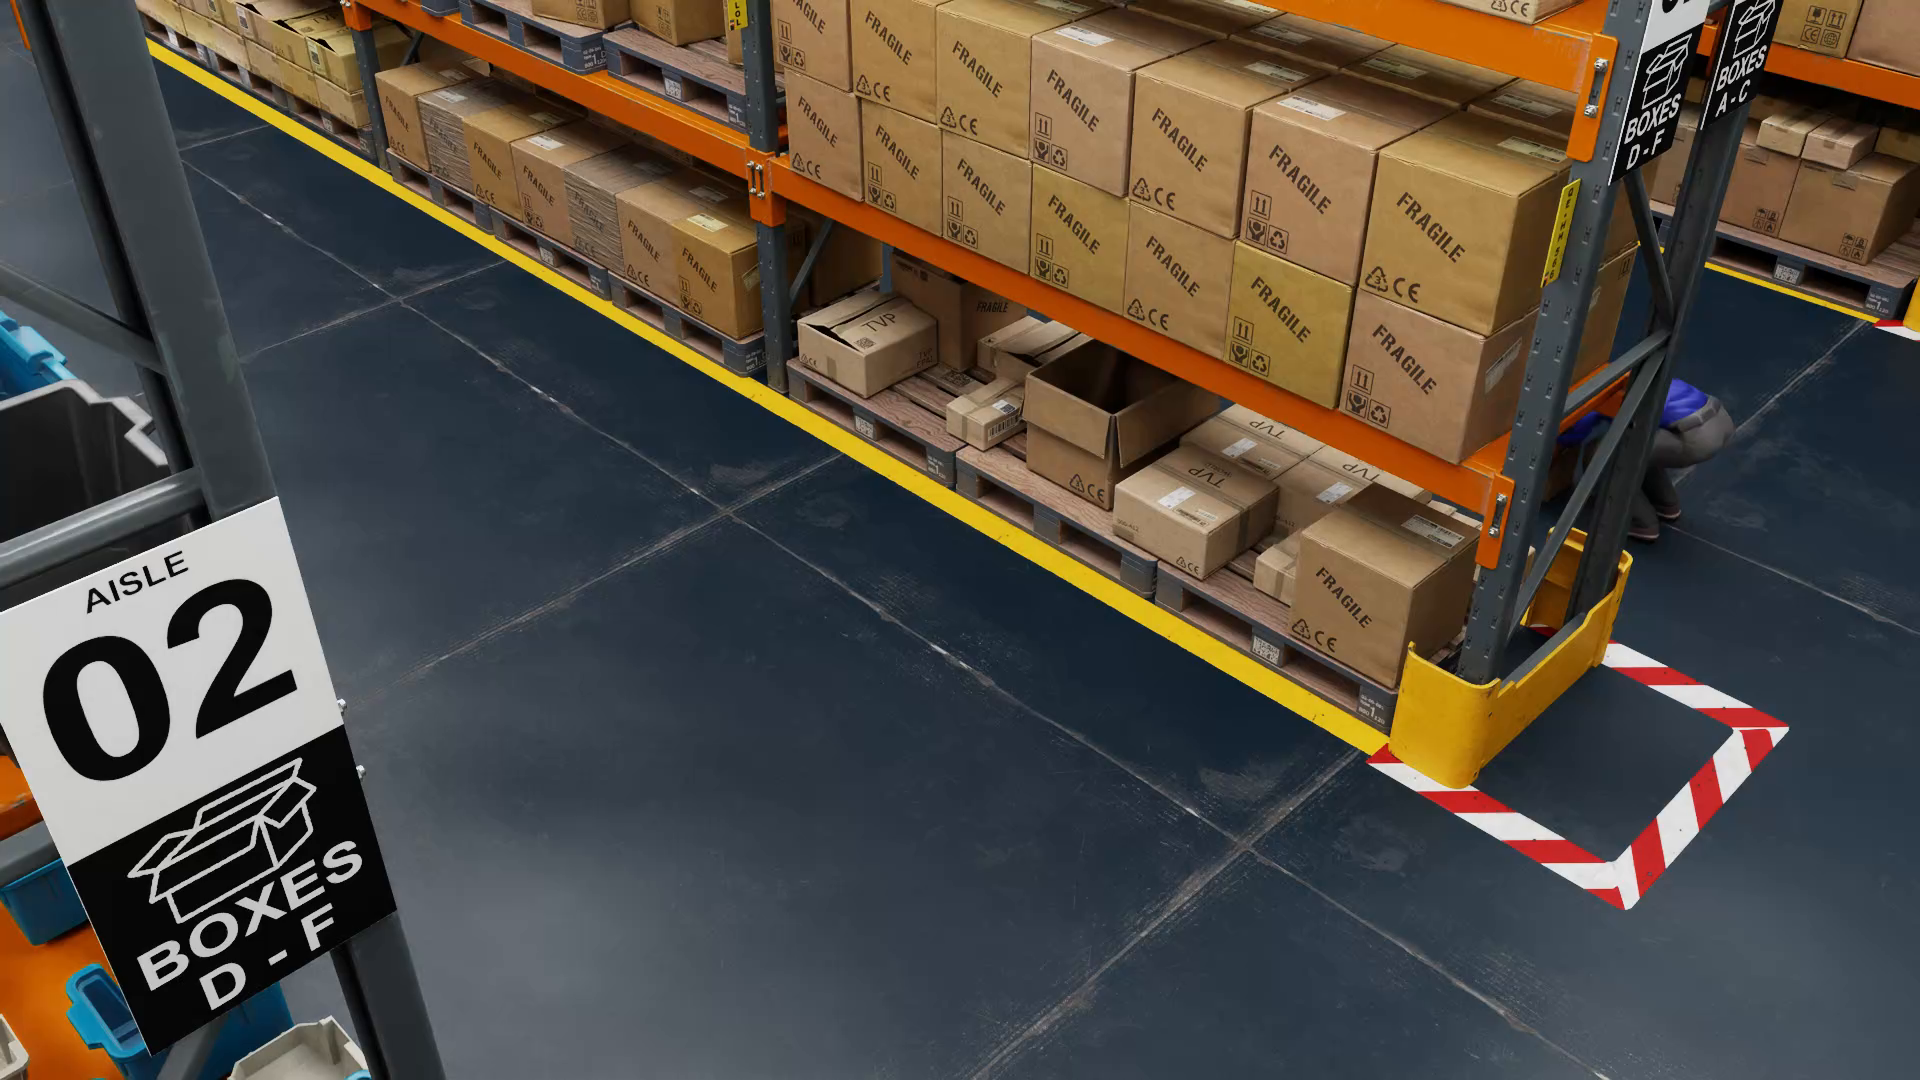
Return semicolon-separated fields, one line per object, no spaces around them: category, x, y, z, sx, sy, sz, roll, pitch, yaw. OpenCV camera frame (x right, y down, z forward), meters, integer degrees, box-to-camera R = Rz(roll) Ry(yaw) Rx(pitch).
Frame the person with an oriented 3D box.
person;3.004;-0.438;7.577;0.871;0.769;0.461;25;43;30
